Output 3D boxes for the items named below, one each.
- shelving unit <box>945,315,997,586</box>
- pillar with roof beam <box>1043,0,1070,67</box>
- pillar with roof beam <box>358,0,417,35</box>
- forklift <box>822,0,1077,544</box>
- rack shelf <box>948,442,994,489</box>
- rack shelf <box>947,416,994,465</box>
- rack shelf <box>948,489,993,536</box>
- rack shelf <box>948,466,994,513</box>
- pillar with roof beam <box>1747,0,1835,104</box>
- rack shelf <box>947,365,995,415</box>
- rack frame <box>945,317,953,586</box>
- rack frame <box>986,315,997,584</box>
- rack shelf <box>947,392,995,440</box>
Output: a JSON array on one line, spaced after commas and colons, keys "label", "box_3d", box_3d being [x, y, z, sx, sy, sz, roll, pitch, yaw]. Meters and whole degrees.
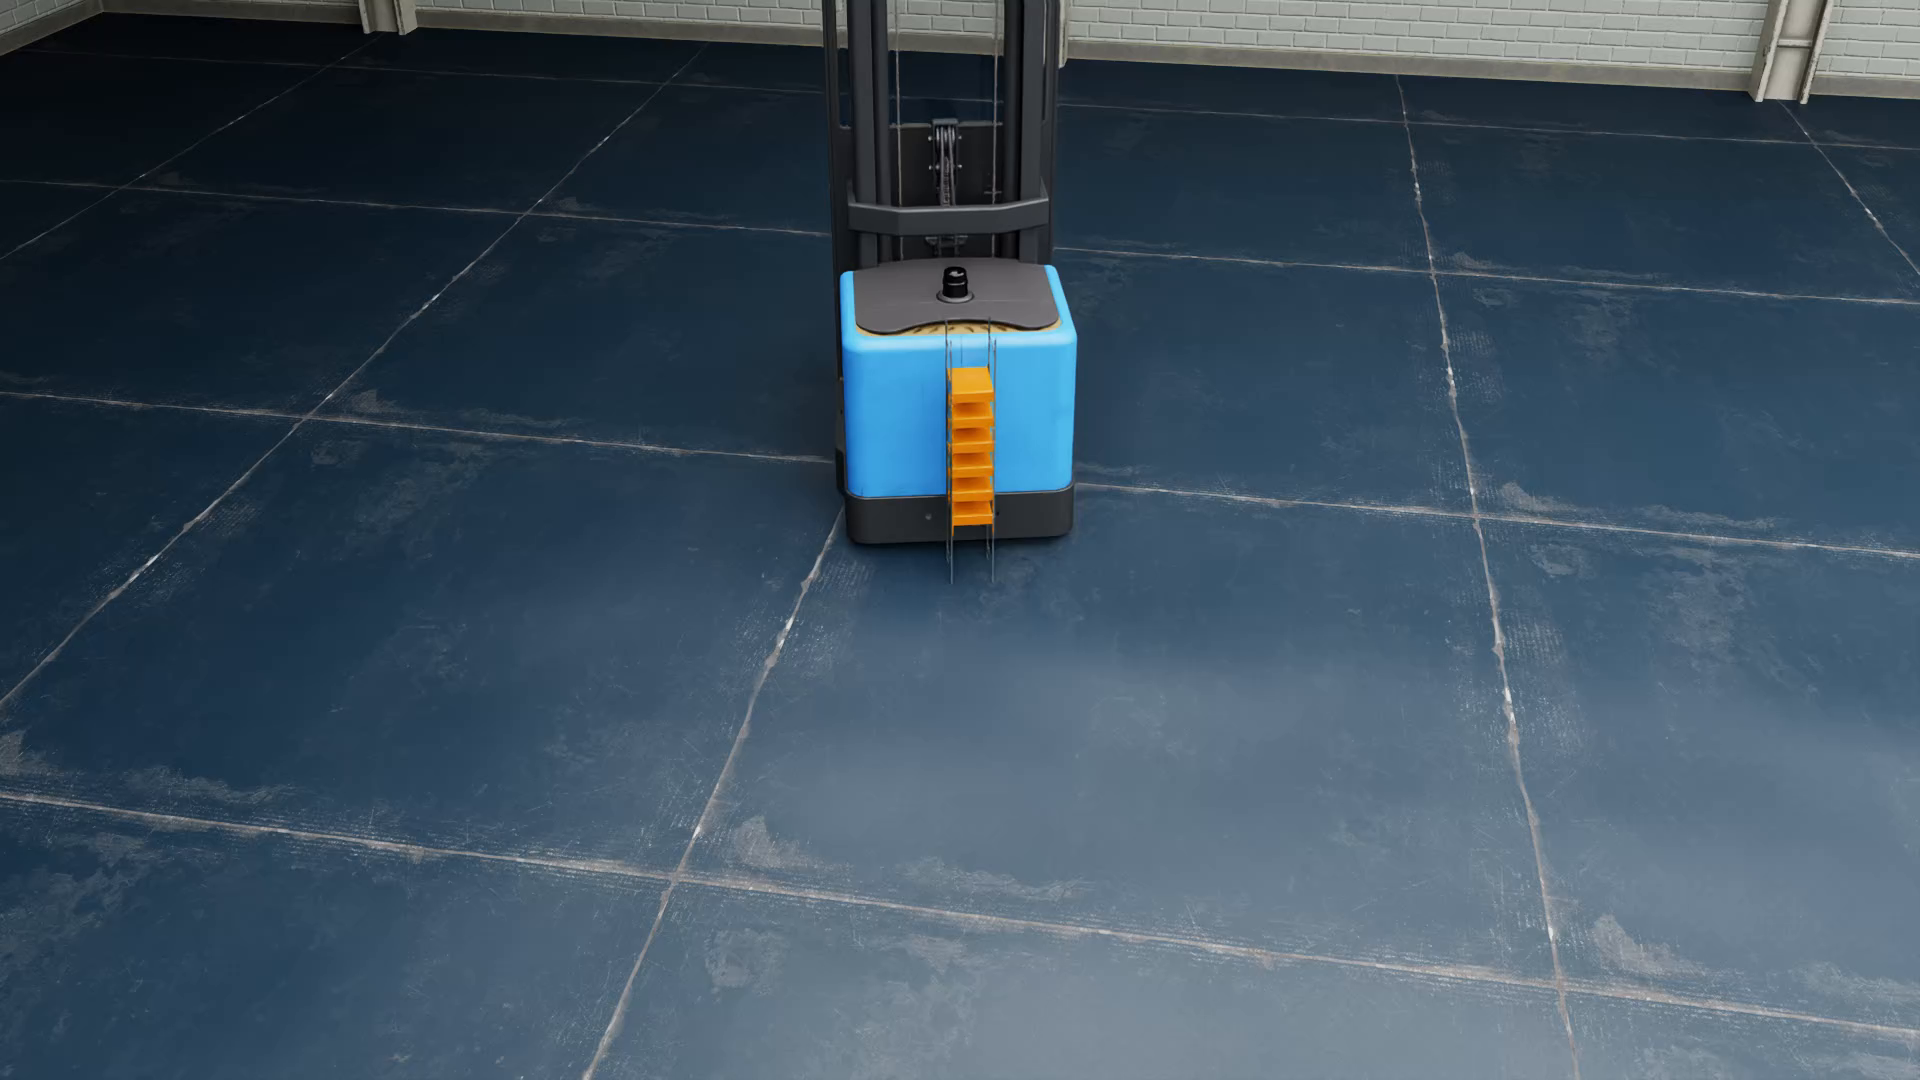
[{"label": "shelving unit", "box_3d": [0.044, -0.371, 7.212, 0.189, 1.200, 0.258, -3, 32, -5]}, {"label": "pillar with roof beam", "box_3d": [-0.010, -5.697, 8.370, 0.400, 9.000, 9.100, 5, 32, 8]}, {"label": "pillar with roof beam", "box_3d": [-5.925, -6.232, 9.226, 0.400, 9.000, 9.100, 5, 32, 8]}, {"label": "forklift", "box_3d": [-0.106, -1.982, 8.153, 1.130, 2.935, 3.031, -2, 32, -4]}, {"label": "rack shelf", "box_3d": [0.044, -0.333, 7.236, 0.180, 0.103, 0.258, -3, 32, -5]}, {"label": "rack shelf", "box_3d": [0.044, -0.435, 7.172, 0.180, 0.103, 0.258, -3, 32, -5]}, {"label": "rack shelf", "box_3d": [0.044, -0.130, 7.363, 0.180, 0.103, 0.258, -3, 32, -5]}, {"label": "rack shelf", "box_3d": [0.044, -0.232, 7.299, 0.180, 0.103, 0.258, -3, 32, -5]}, {"label": "pillar with roof beam", "box_3d": [5.904, -5.161, 7.514, 0.400, 9.000, 9.100, 5, 32, 8]}, {"label": "rack shelf", "box_3d": [0.044, -0.639, 7.045, 0.180, 0.103, 0.258, -3, 32, -5]}, {"label": "rack frame", "box_3d": [-0.047, -0.366, 7.204, 0.006, 1.200, 0.240, -3, 32, -5]}, {"label": "rack frame", "box_3d": [0.135, -0.376, 7.220, 0.006, 1.200, 0.240, -3, 32, -5]}, {"label": "rack shelf", "box_3d": [0.044, -0.537, 7.108, 0.180, 0.103, 0.258, -3, 32, -5]}]
